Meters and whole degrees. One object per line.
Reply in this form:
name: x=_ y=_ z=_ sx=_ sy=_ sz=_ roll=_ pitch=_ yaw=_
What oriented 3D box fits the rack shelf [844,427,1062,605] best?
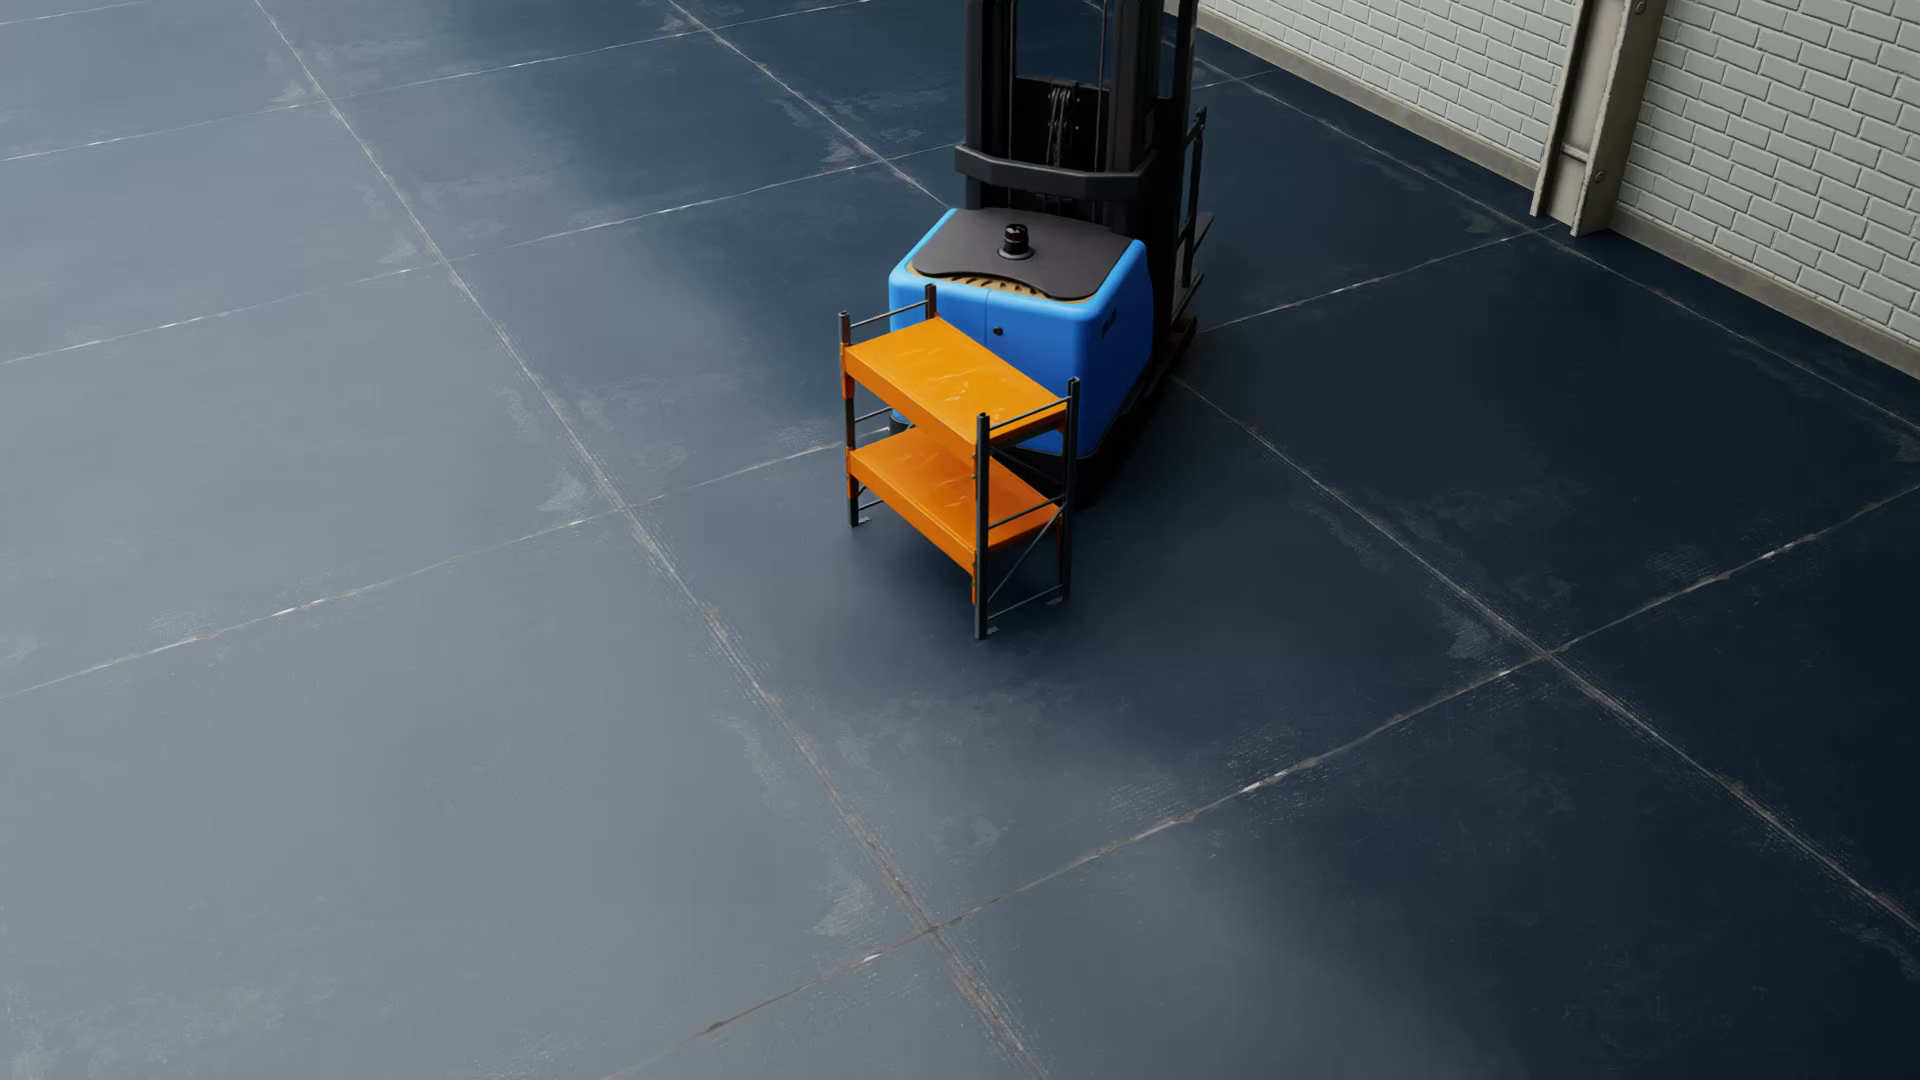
rack shelf: x=-0.020 y=-0.161 z=7.432 sx=0.538 sy=0.278 sz=1.000 roll=-23 pitch=42 yaw=-28

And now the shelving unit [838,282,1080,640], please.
shelving unit: x=-0.020 y=-0.359 z=7.288 sx=0.538 sy=1.125 sz=1.048 roll=-23 pitch=42 yaw=-28

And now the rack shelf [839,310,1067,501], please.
rack shelf: x=-0.020 y=-0.595 z=7.115 sx=0.538 sy=0.278 sz=1.000 roll=-23 pitch=42 yaw=-28

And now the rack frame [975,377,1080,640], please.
rack frame: x=0.276 y=-0.115 z=6.954 sx=0.500 sy=1.125 sz=0.032 roll=-23 pitch=42 yaw=-28

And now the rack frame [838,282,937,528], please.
rack frame: x=-0.317 y=-0.602 z=7.621 sx=0.500 sy=1.125 sz=0.032 roll=-23 pitch=42 yaw=-28

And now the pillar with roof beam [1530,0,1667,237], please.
pillar with roof beam: x=0.138 y=-4.386 z=6.126 sx=9.100 sy=9.000 sz=0.400 roll=-19 pitch=40 yaw=-24

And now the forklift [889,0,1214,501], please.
forklift: x=0.669 y=-2.236 z=8.326 sx=1.130 sy=2.935 sz=3.031 roll=13 pitch=38 yaw=17
